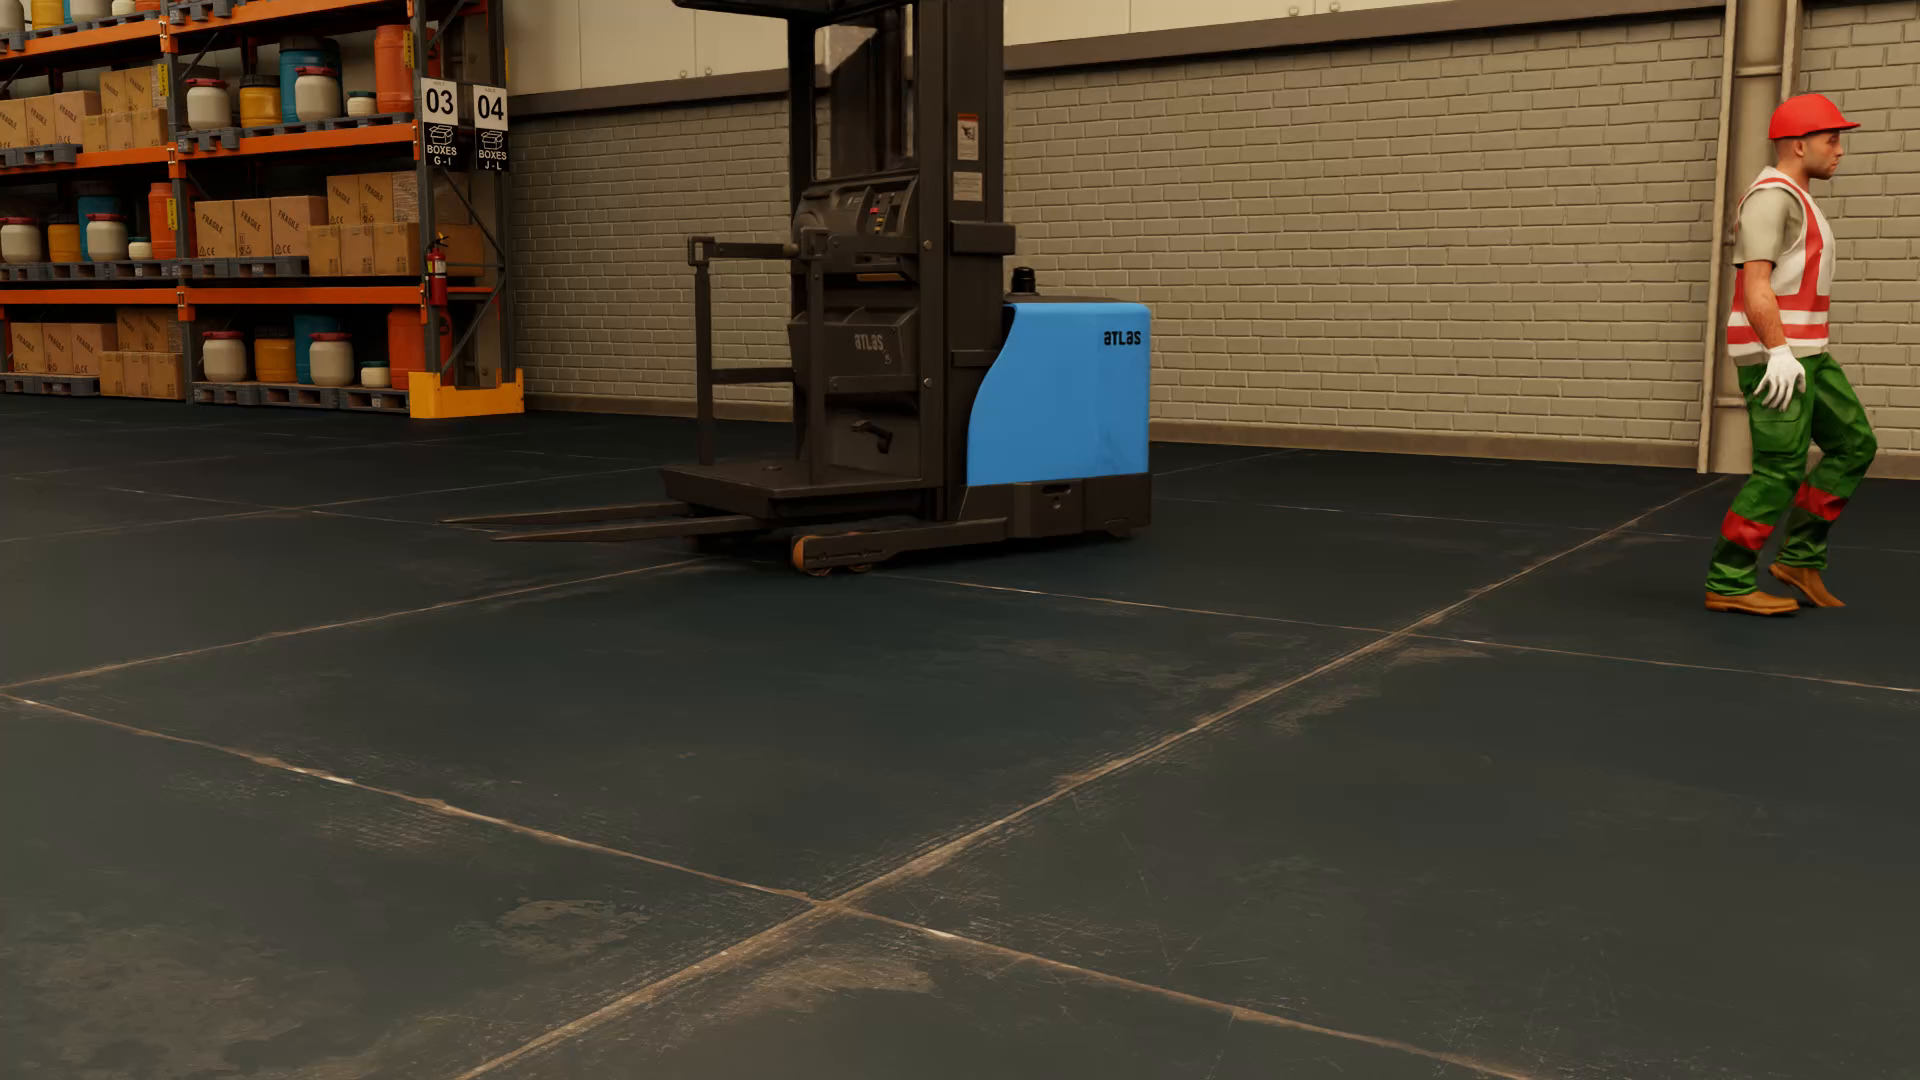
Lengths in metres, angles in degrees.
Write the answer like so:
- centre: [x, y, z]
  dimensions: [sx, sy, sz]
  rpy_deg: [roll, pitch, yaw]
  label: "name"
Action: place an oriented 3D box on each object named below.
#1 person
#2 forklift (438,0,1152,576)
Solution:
- centre: [2.882, -0.605, 5.712]
  dimensions: [0.486, 1.801, 0.658]
  rpy_deg: [5, 10, 33]
  label: "person"
- centre: [-0.627, -1.391, 6.972]
  dimensions: [3.031, 2.935, 1.130]
  rpy_deg: [-6, 10, -34]
  label: "forklift"
